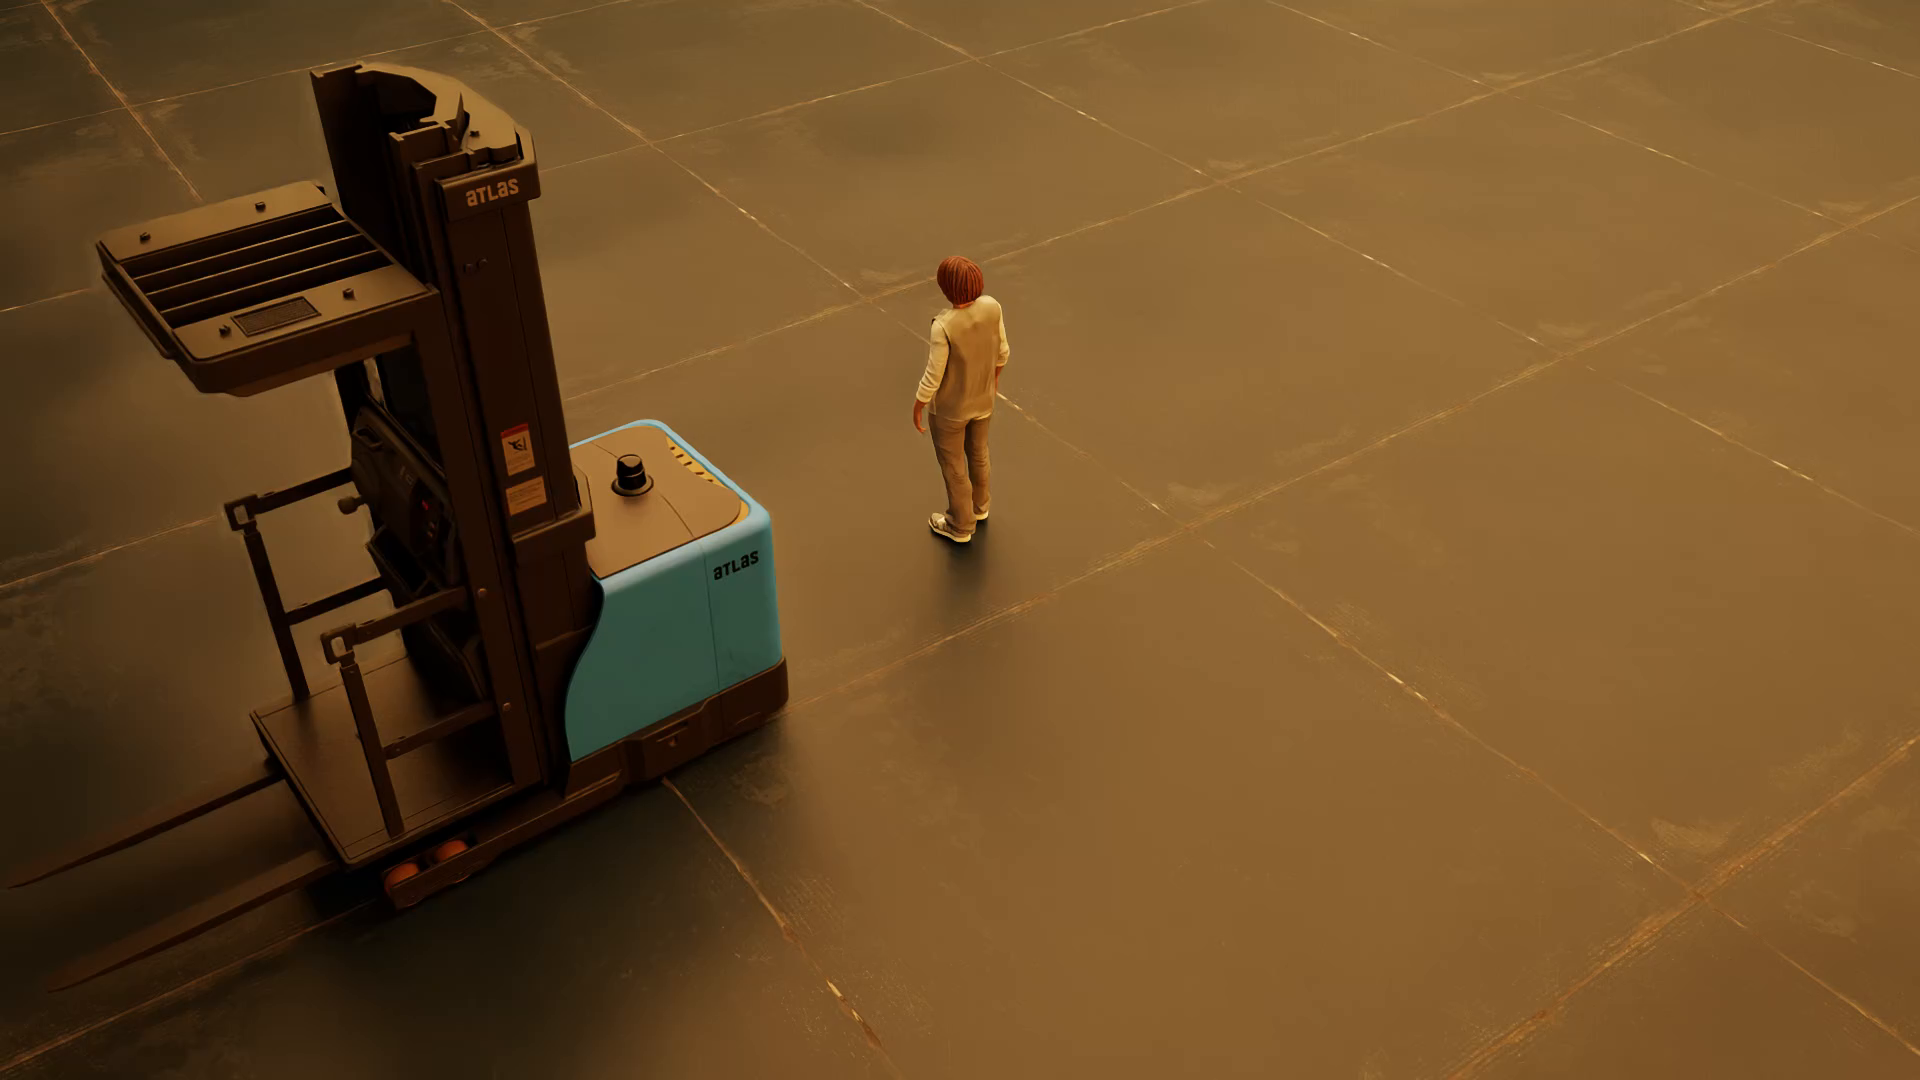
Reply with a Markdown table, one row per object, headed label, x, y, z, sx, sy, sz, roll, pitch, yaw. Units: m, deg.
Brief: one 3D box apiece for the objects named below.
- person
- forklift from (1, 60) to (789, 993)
| label | x | y | z | sx | sy | sz | roll | pitch | yaw |
| --- | --- | --- | --- | --- | --- | --- | --- | --- | --- |
| person | -0.031 | -0.689 | 7.986 | 0.519 | 1.598 | 0.474 | -23 | 42 | -28 |
| forklift | -2.232 | -0.110 | 6.093 | 3.031 | 2.935 | 1.130 | -25 | 43 | -30 |
